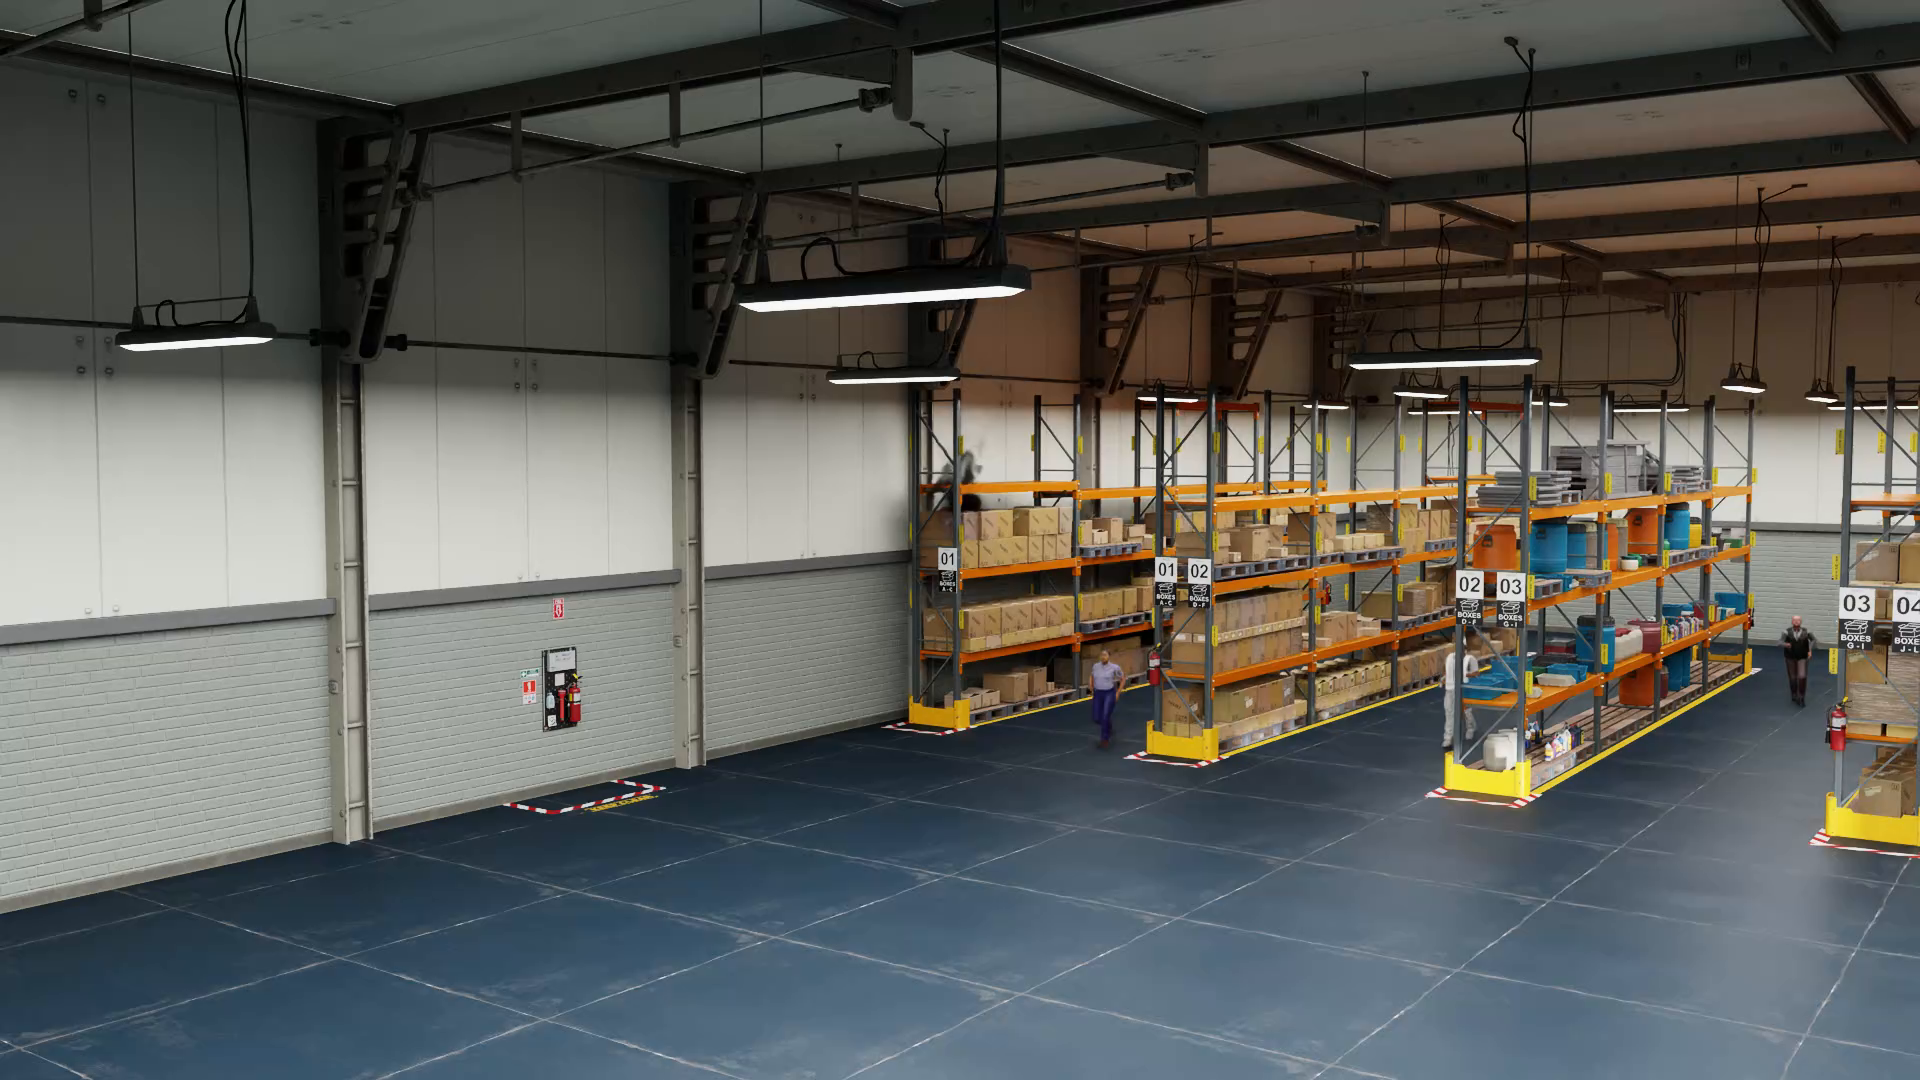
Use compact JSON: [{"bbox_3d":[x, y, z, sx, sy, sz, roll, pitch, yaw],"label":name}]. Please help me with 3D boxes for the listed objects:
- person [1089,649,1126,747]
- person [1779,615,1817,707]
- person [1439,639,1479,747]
[{"bbox_3d":[2.445,2.626,27.833,0.641,1.628,0.599,2,4,30],"label":"person"},{"bbox_3d":[16.096,2.332,31.992,0.635,1.770,0.756,2,4,32],"label":"person"},{"bbox_3d":[8.293,2.504,27.647,0.683,1.773,0.997,2,4,35],"label":"person"}]
